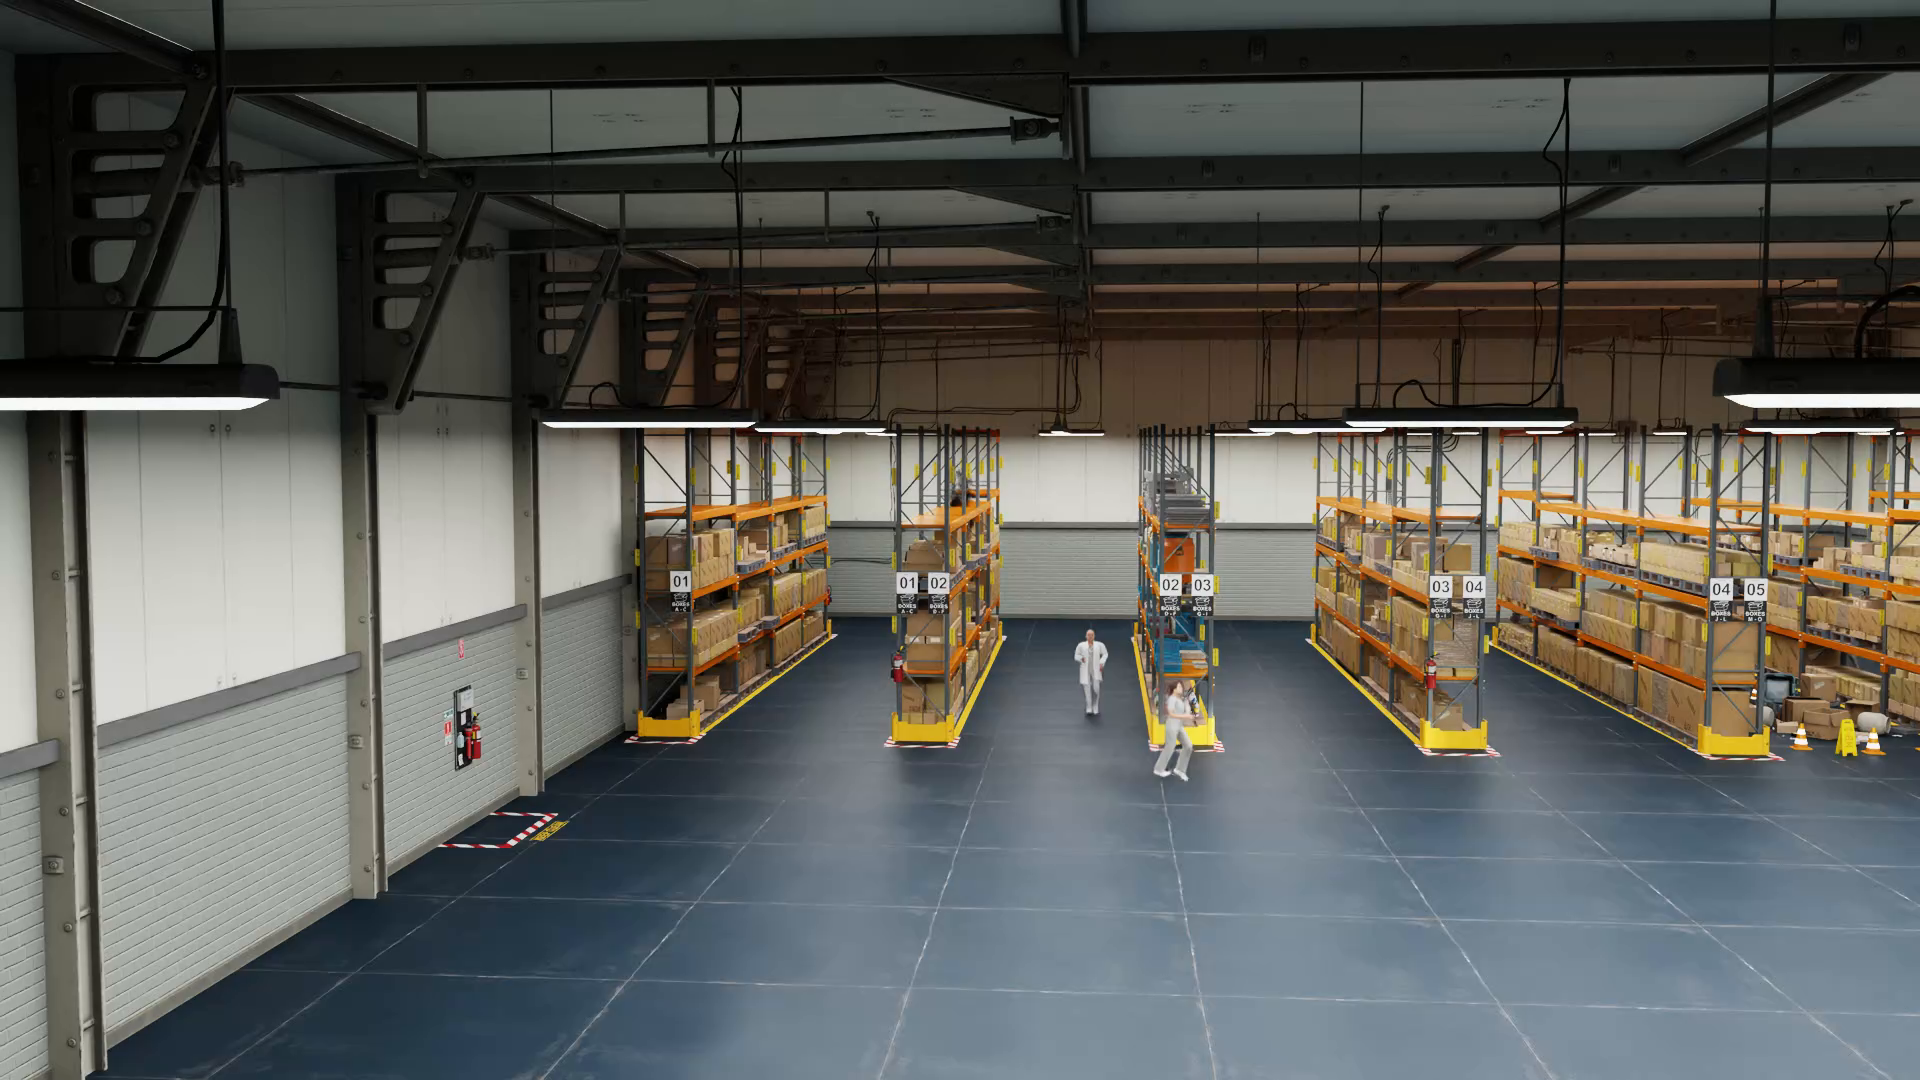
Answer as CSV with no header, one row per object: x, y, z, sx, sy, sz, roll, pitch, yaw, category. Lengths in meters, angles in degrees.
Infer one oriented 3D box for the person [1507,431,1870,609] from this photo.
21.810,-0.633,48.418,7.727,5.171,10.448,3,5,42,person

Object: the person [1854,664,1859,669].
21.532,2.480,40.493,0.587,1.598,0.926,0,3,5,person

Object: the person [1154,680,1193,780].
3.591,3.206,27.887,0.723,1.716,0.556,2,4,27,person

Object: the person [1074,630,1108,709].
-0.190,3.640,20.114,6.047,1.728,29.738,0,3,5,person
